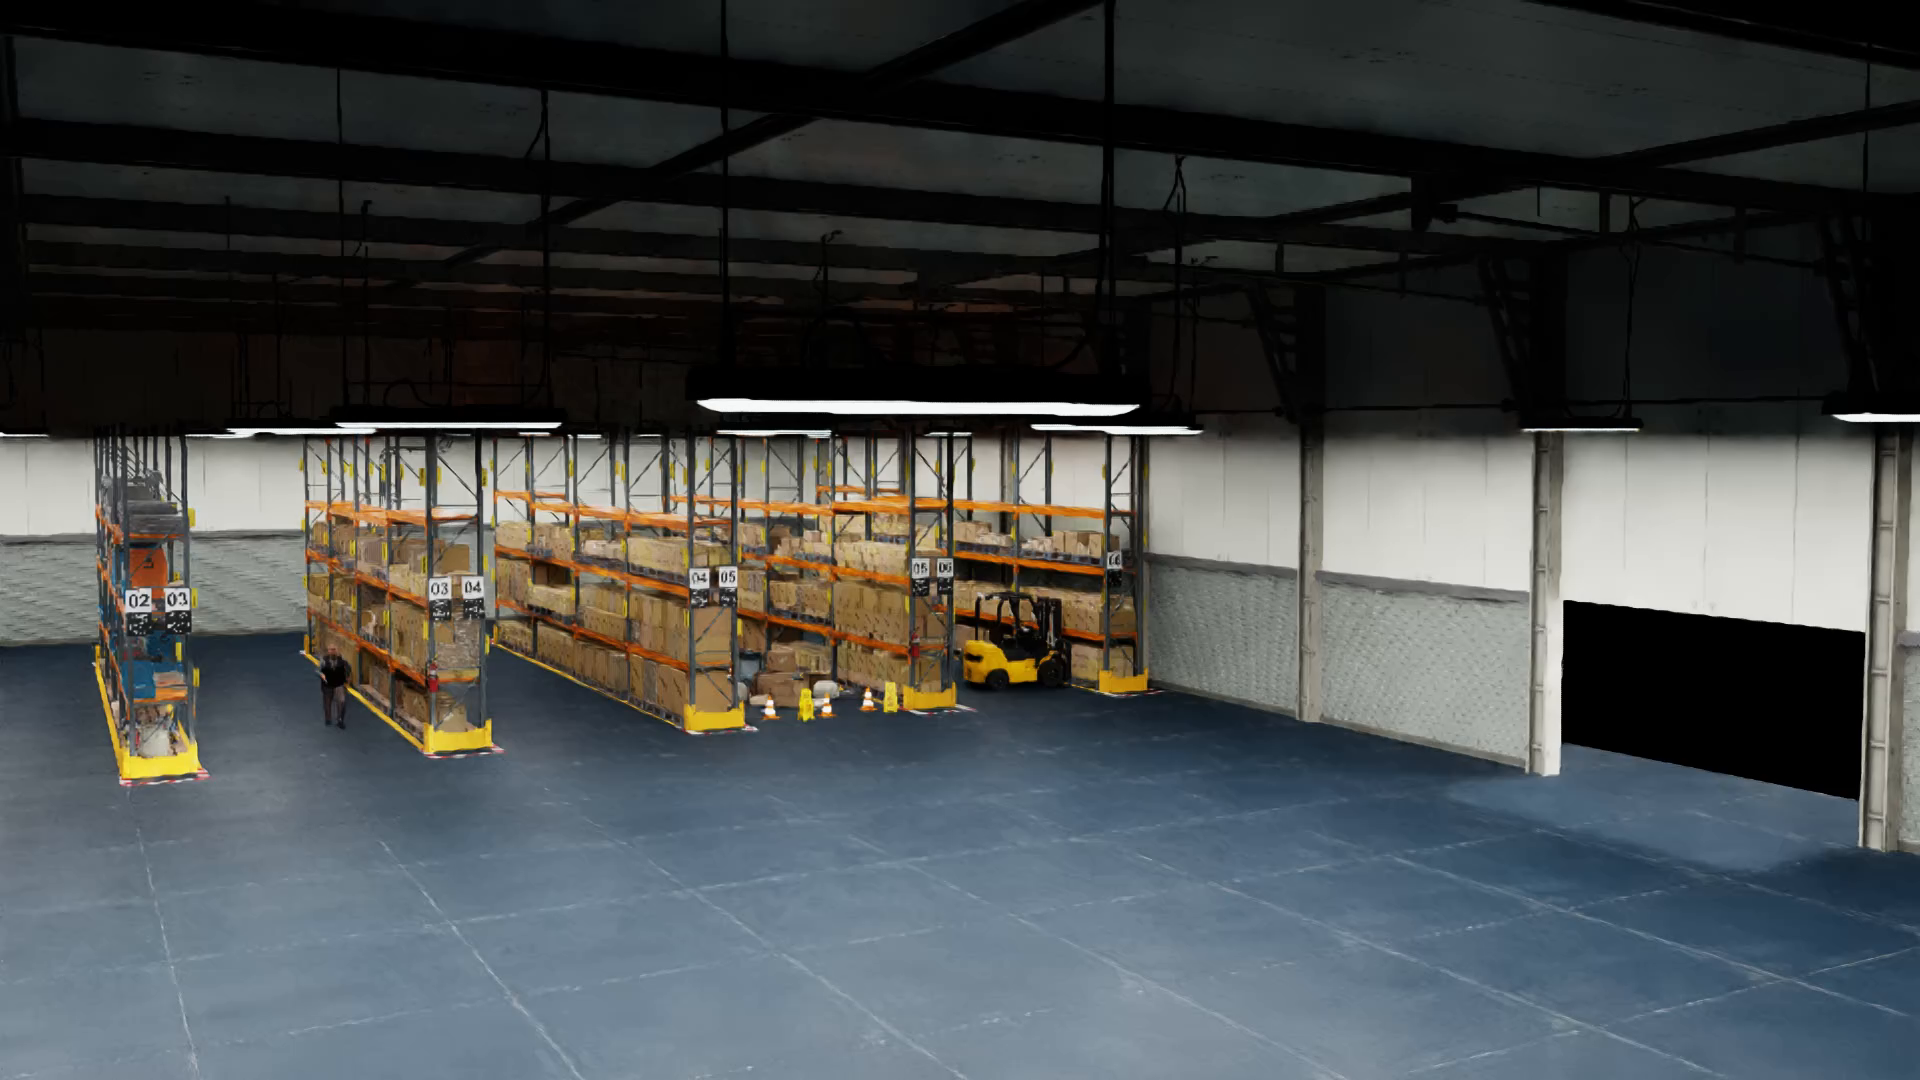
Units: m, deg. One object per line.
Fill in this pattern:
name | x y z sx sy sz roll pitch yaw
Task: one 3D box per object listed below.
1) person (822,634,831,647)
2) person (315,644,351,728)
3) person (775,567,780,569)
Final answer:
person | -3.614 2.226 44.398 0.450 1.599 0.467 0 3 2
person | -12.487 2.885 33.142 0.680 1.658 0.866 -2 4 -24
person | -5.610 1.719 51.815 0.659 1.759 0.540 3 4 37
